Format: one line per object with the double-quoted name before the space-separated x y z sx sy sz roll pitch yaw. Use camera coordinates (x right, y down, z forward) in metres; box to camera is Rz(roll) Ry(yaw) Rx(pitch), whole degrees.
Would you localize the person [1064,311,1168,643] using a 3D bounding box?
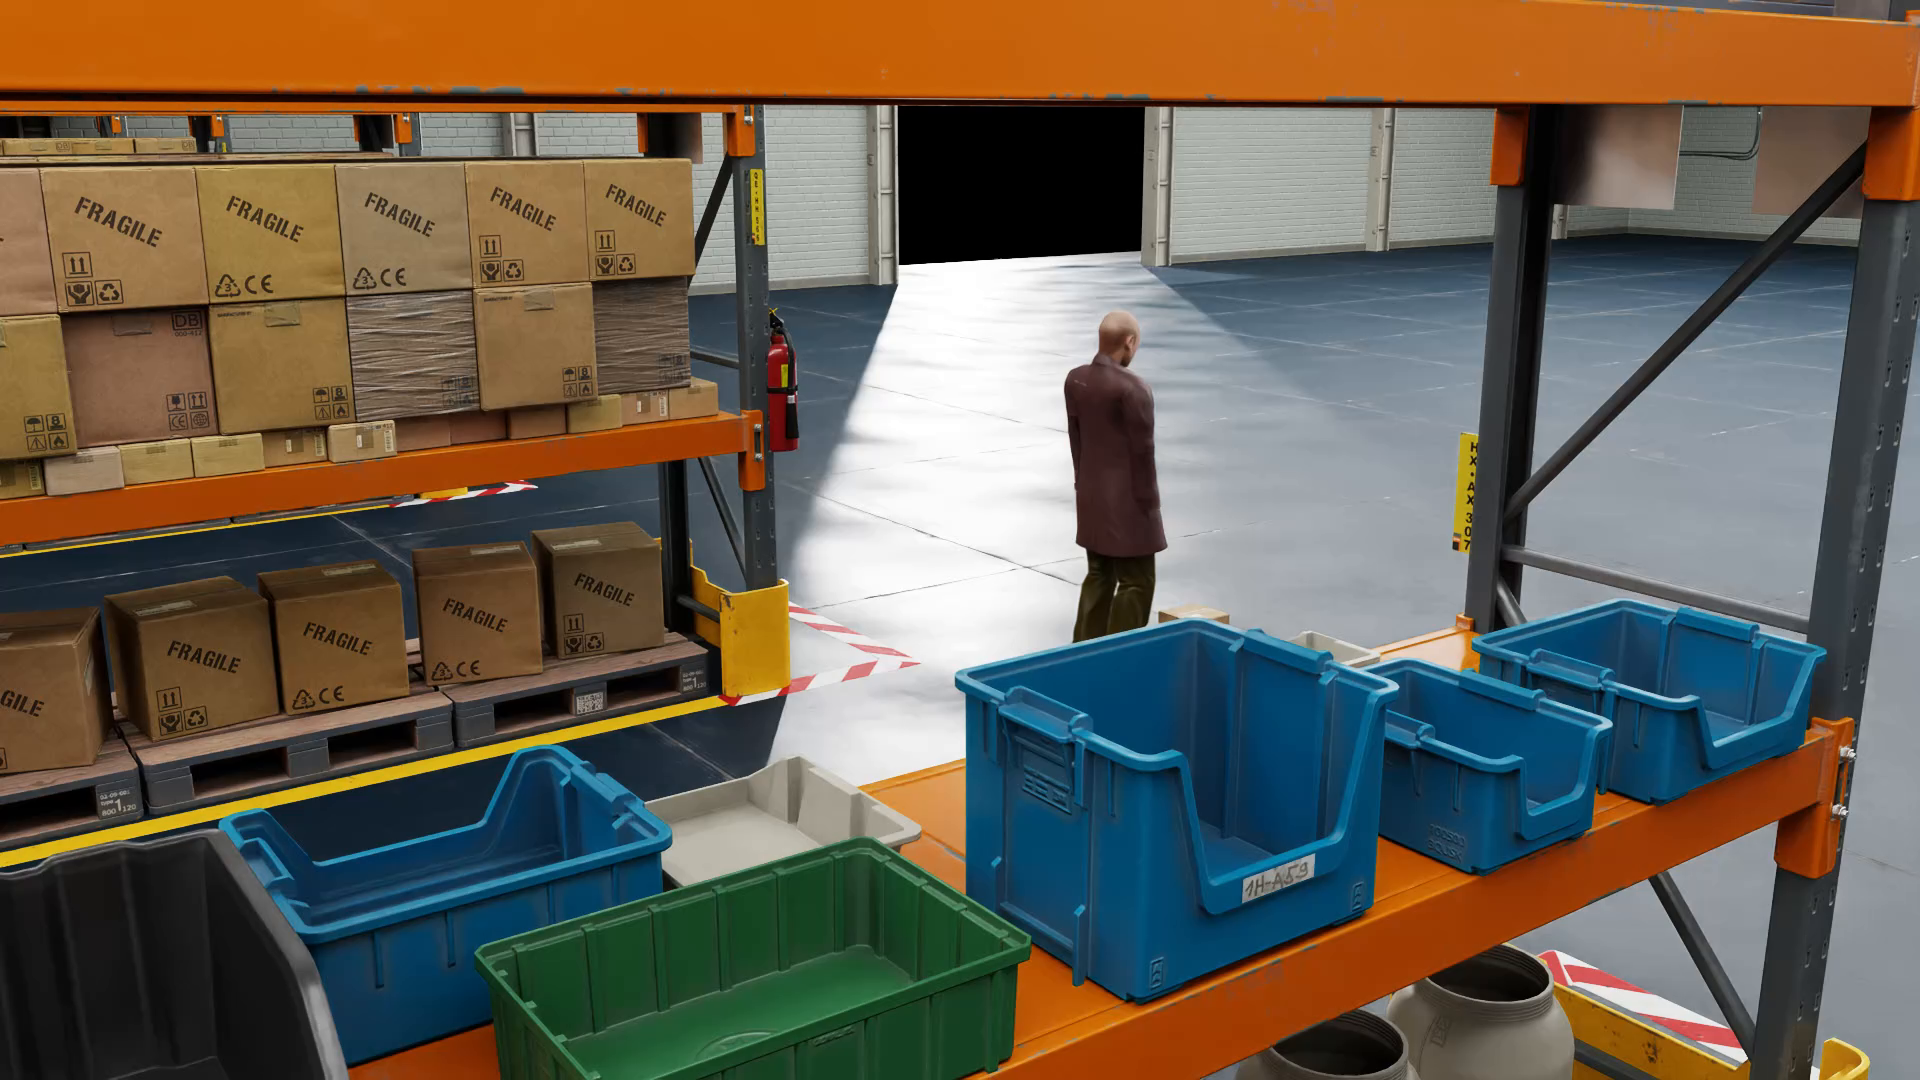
"person" 0.733 -0.184 7.795 0.377 1.772 0.564 -10 17 -34
